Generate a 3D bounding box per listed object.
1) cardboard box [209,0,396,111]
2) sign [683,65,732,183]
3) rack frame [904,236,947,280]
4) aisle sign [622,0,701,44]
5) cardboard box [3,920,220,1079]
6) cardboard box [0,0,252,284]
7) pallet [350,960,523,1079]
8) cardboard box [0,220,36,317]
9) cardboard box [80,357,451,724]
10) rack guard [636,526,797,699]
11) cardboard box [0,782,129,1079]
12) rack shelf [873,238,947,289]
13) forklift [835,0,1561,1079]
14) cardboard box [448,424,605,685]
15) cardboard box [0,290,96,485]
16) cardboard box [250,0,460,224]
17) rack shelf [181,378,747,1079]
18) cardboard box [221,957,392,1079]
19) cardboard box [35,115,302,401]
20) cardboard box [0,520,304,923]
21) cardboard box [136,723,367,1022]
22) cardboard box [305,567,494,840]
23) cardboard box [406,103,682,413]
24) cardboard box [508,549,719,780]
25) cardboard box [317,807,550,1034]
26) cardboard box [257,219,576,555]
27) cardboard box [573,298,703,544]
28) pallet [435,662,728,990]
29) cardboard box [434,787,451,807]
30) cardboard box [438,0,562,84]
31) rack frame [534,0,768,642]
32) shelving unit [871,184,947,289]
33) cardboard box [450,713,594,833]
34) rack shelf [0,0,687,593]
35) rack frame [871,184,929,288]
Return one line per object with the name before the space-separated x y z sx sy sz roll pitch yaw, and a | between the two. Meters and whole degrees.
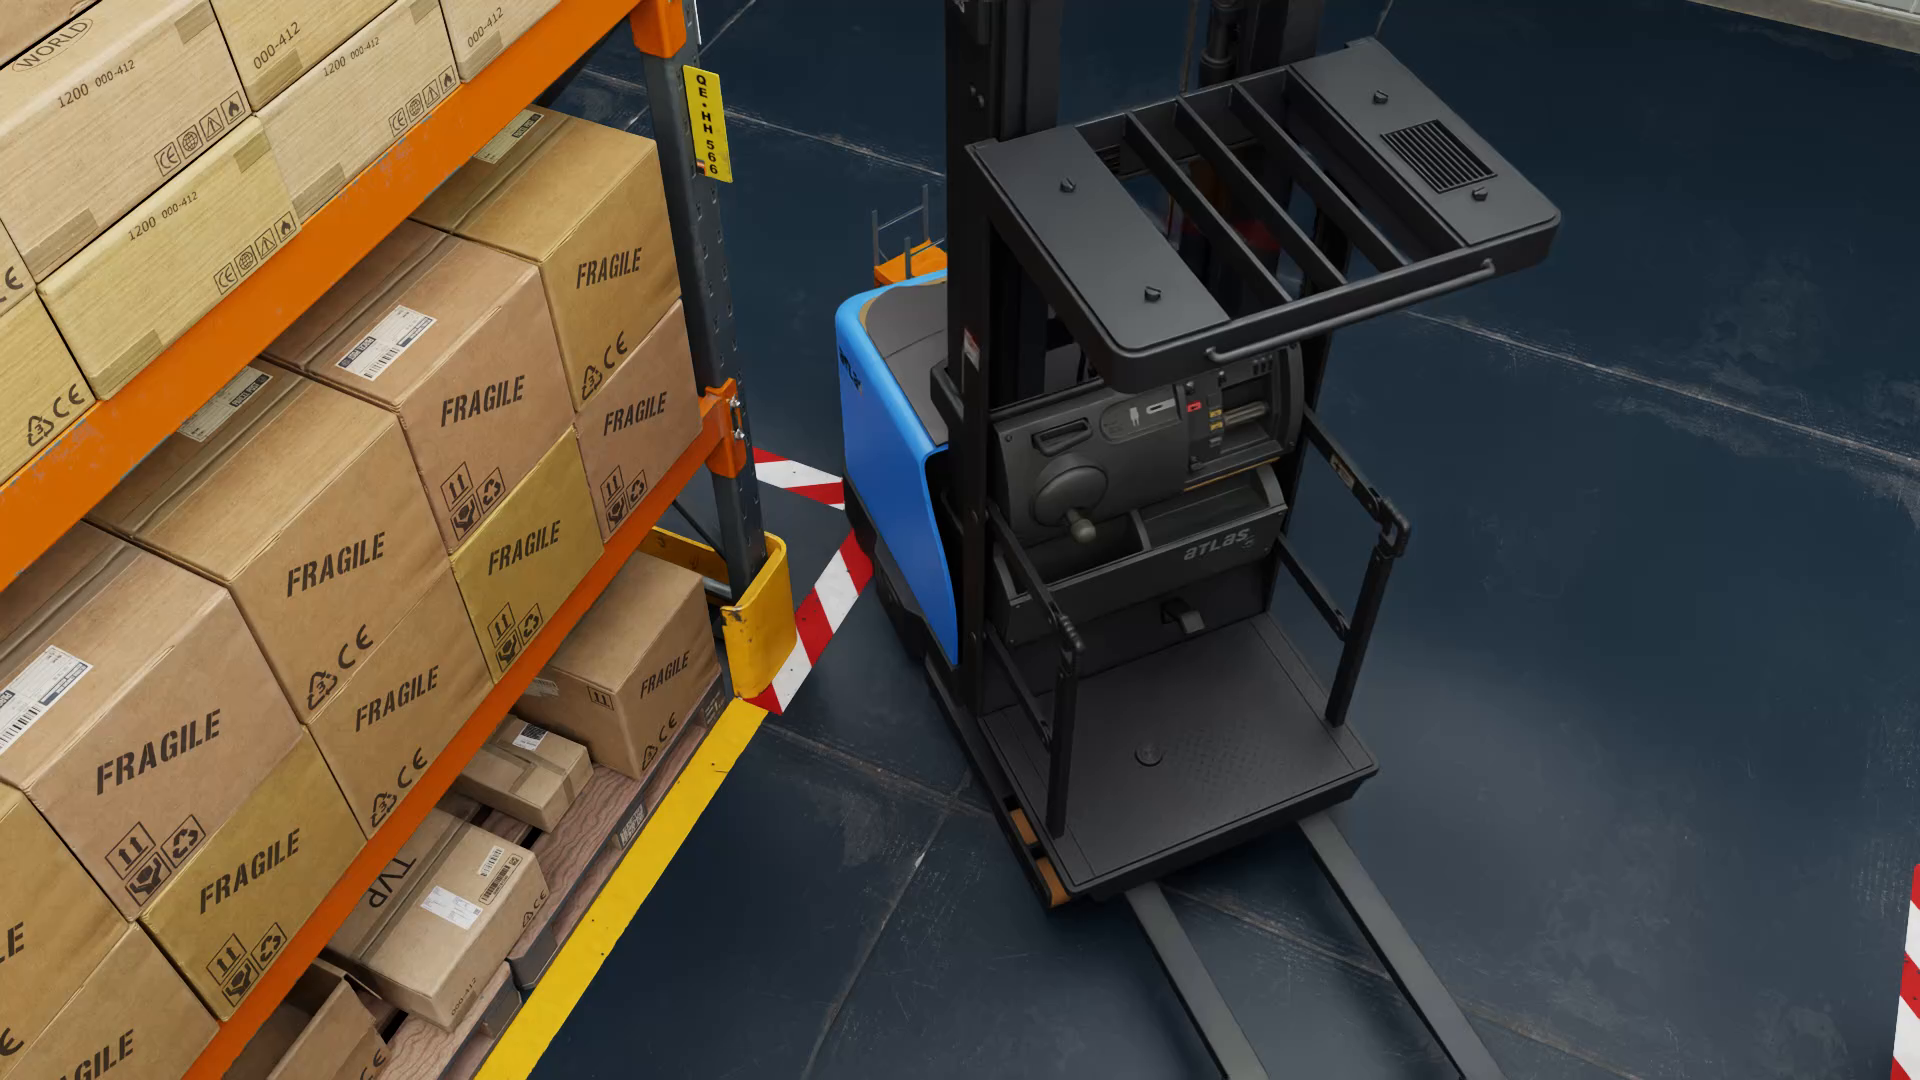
cardboard box | -1.332 -1.069 2.991 0.500 0.250 0.500 20 52 16
sign | -0.636 -1.048 4.204 0.100 0.325 0.005 20 52 16
rack frame | -0.090 -0.668 6.030 0.240 1.200 0.006 -32 57 -24
aisle sign | -0.824 -1.554 3.896 0.394 0.787 0.004 20 52 16
cardboard box | -1.943 0.998 3.366 0.500 0.500 0.500 20 52 16
cardboard box | -1.549 -0.726 2.699 0.500 0.250 0.500 20 52 16
pallet | -2.024 1.578 4.769 1.003 0.211 1.213 20 52 16
cardboard box | -1.757 -0.379 2.404 0.500 0.250 0.500 20 52 16
cardboard box | -1.504 -0.018 3.574 0.500 0.500 0.500 21 53 17
rack guard | -1.162 0.098 5.838 1.175 0.500 0.348 20 52 16
cardboard box | -1.943 0.691 2.970 0.500 0.500 0.500 18 52 15
rack shelf | -0.148 -0.926 5.836 0.258 0.103 0.180 -32 57 -24
forklift | 0.629 -0.175 4.474 1.130 2.935 3.031 -19 52 -15
cardboard box | -1.293 -0.041 4.250 0.500 0.500 0.500 20 53 16
cardboard box | -1.764 -0.220 2.597 0.500 0.250 0.500 20 52 16
cardboard box | -1.334 -0.908 3.182 0.500 0.250 0.500 20 52 16
rack shelf | -1.984 0.846 4.033 1.077 0.370 4.000 20 52 16
cardboard box | -2.041 1.361 4.473 0.797 0.503 0.637 20 52 16
cardboard box | -1.536 -0.559 2.885 0.500 0.250 0.500 20 52 16
cardboard box | -1.723 0.335 3.273 0.500 0.500 0.500 21 53 17
cardboard box | -1.727 0.647 3.664 0.500 0.500 0.500 19 52 16
cardboard box | -1.512 0.300 3.959 0.500 0.500 0.500 20 53 16
cardboard box | -1.071 -0.725 4.175 0.500 0.500 0.500 19 52 16
cardboard box | -1.139 0.358 5.329 0.500 0.500 0.500 20 52 16
cardboard box | -1.572 1.083 4.875 0.500 0.250 0.500 20 52 16
cardboard box | -1.286 -0.377 3.879 0.500 0.500 0.500 21 53 17
cardboard box | -1.075 -0.400 4.555 0.500 0.500 0.500 21 53 17
pallet | -1.502 0.741 5.481 1.003 0.211 1.213 20 52 16
cardboard box | -1.832 0.611 5.278 0.500 0.250 0.500 20 52 16
cardboard box | -1.111 -1.248 3.472 0.500 0.250 0.500 20 52 16
rack frame | -1.130 -0.764 4.931 1.000 3.000 0.127 20 52 16
shelving unit | -0.148 -0.722 6.076 0.258 1.200 0.189 -32 57 -24
cardboard box | -1.394 0.715 5.243 0.380 0.166 0.250 20 52 16
rack shelf | -1.984 -0.126 2.891 1.077 0.370 4.000 20 52 16
rack frame | -0.205 -0.776 6.122 0.240 1.200 0.006 -32 57 -24
